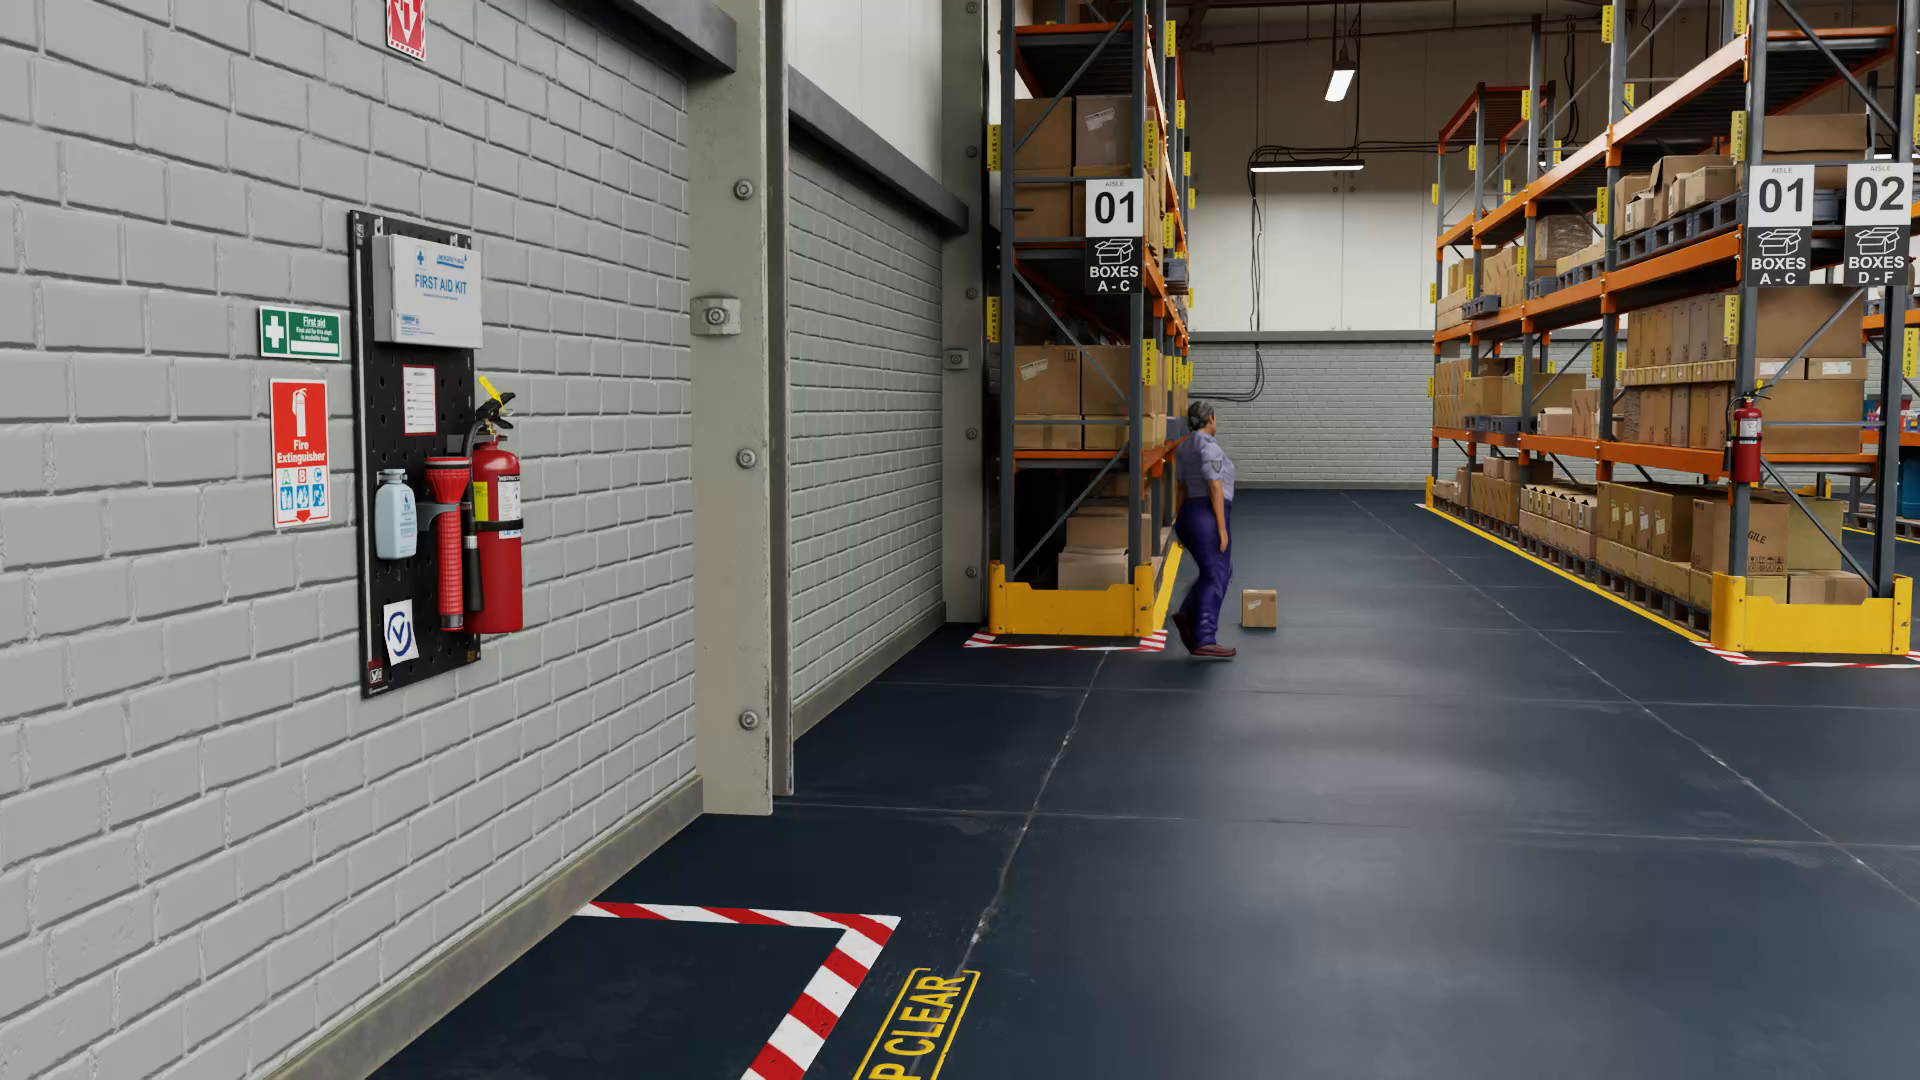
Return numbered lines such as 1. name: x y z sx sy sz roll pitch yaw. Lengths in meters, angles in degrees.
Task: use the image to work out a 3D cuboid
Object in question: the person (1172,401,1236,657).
1. person: 1.610 -0.078 10.766 0.451 1.639 0.536 -1 5 -17
